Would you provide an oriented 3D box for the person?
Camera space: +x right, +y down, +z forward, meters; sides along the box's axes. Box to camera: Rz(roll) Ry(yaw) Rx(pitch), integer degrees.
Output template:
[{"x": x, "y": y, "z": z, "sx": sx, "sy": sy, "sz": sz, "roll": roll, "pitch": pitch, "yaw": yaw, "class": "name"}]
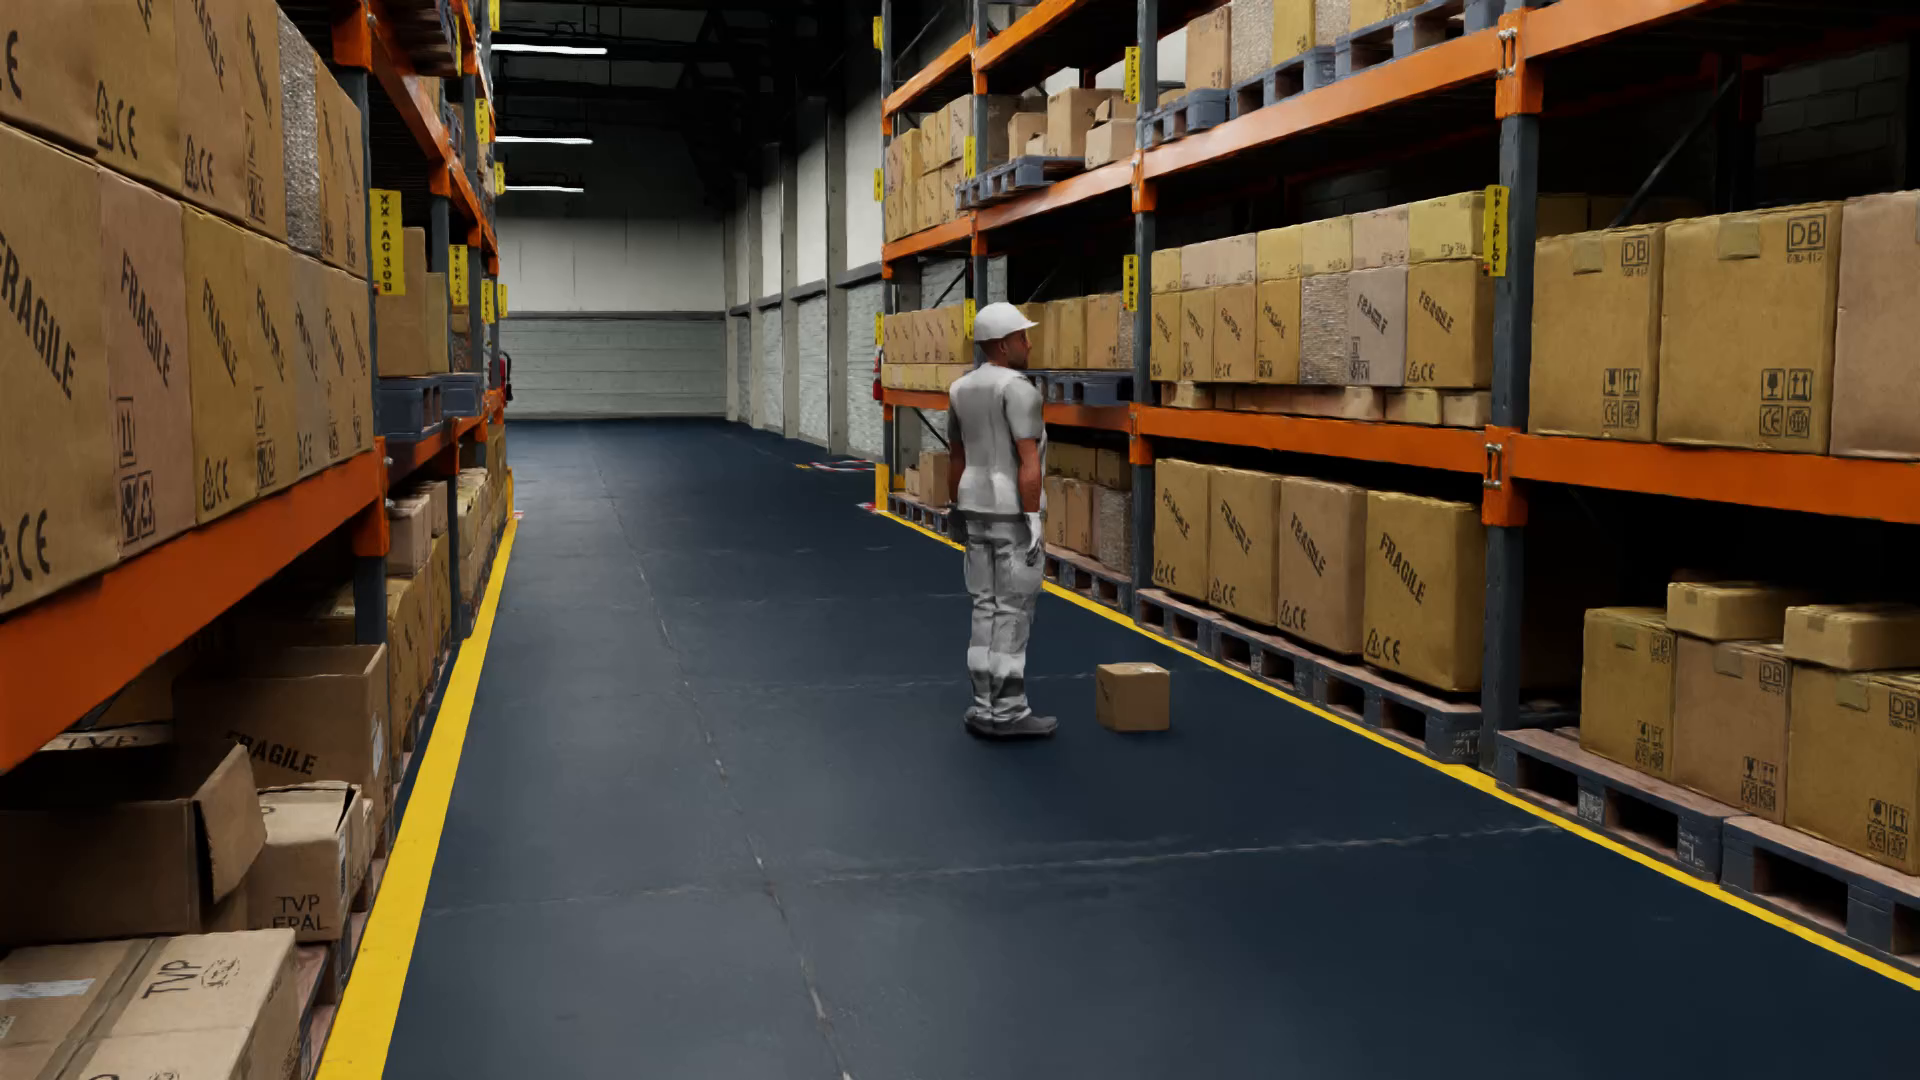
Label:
[{"x": 0.158, "y": -0.094, "z": 6.973, "sx": 0.335, "sy": 1.793, "sz": 0.711, "roll": -5, "pitch": 8, "yaw": -41, "class": "person"}]
